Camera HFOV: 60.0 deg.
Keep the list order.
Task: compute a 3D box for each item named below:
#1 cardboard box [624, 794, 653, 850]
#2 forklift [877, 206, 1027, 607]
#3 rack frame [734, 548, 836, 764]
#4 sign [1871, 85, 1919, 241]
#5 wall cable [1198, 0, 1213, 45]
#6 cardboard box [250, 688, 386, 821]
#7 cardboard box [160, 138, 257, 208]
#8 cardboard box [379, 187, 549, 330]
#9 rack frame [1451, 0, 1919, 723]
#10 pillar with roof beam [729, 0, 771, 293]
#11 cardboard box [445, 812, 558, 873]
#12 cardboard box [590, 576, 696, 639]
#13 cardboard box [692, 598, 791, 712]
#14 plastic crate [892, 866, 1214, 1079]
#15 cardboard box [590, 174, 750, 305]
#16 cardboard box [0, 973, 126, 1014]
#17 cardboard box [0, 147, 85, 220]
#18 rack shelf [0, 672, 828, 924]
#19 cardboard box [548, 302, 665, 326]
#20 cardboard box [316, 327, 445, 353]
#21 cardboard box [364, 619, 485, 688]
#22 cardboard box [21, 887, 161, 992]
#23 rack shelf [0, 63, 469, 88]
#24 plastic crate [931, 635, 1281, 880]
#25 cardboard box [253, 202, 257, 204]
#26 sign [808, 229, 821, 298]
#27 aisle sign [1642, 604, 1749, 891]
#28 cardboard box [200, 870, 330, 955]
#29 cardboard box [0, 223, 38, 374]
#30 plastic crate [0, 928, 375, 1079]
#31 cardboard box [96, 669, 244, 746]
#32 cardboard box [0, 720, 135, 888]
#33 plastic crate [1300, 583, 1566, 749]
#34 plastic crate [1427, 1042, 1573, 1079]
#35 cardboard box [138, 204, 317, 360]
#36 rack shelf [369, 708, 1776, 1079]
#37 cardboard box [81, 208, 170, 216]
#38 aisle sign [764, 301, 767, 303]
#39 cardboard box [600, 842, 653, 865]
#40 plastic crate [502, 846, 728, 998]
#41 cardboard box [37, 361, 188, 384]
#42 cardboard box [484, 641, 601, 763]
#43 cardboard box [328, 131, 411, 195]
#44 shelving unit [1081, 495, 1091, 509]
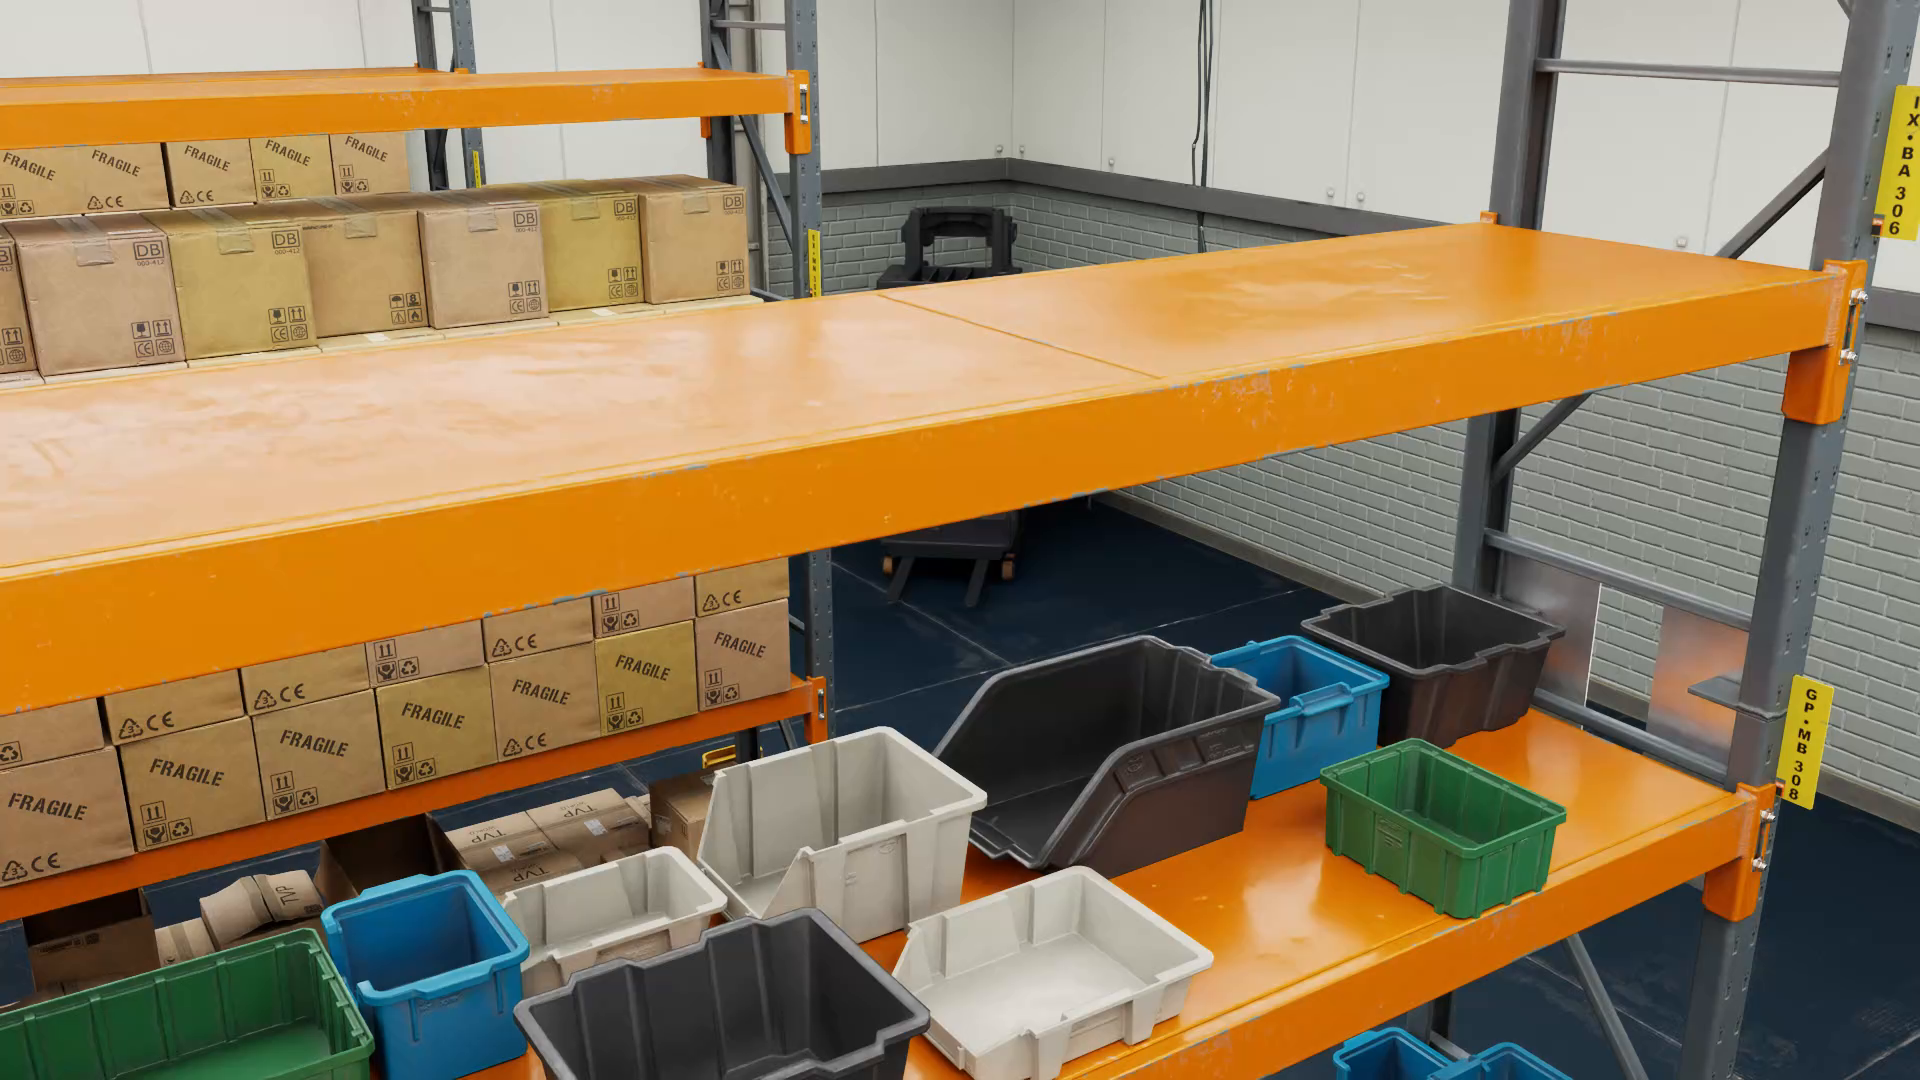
[{"bbox_3d":[-1.719,1.557,9.193,0.250,0.166,0.380,-12,22,-31],"label":"cardboard box"},{"bbox_3d":[-0.066,-1.169,13.626,1.130,2.935,3.031,2,19,6],"label":"forklift"},{"bbox_3d":[-0.971,0.397,8.886,0.127,3.000,1.000,-12,22,-31],"label":"rack frame"},{"bbox_3d":[2.066,-0.822,3.629,0.005,0.325,0.100,-12,22,-31],"label":"sign"},{"bbox_3d":[2.709,-4.868,12.054,0.112,2.526,3.097,-12,22,-31],"label":"wall cable"},{"bbox_3d":[-2.892,0.859,7.364,0.500,0.500,0.500,-12,22,-32],"label":"cardboard box"},{"bbox_3d":[-5.015,-2.497,11.016,0.500,0.500,0.500,-13,23,-34],"label":"cardboard box"},{"bbox_3d":[-2.214,-1.268,7.410,0.500,0.500,0.700,-12,22,-31],"label":"cardboard box"},{"bbox_3d":[1.750,-1.119,4.004,0.127,3.000,1.000,-12,22,-31],"label":"rack frame"},{"bbox_3d":[0.448,-3.324,10.527,0.400,9.000,9.100,-12,22,-31],"label":"pillar with roof beam"},{"bbox_3d":[-2.417,1.688,8.676,0.500,0.250,0.500,-12,22,-31],"label":"cardboard box"},{"bbox_3d":[-1.613,0.118,7.996,0.500,0.500,0.500,-11,22,-30],"label":"cardboard box"},{"bbox_3d":[-1.196,0.502,8.421,0.500,0.500,0.500,-11,22,-30],"label":"cardboard box"},{"bbox_3d":[0.160,0.857,3.254,0.530,0.136,0.437,-12,22,-31],"label":"plastic crate"},{"bbox_3d":[-1.391,-1.450,7.949,0.500,0.500,0.700,-12,22,-31],"label":"cardboard box"},{"bbox_3d":[-3.843,2.151,7.209,0.500,0.311,0.500,-12,22,-31],"label":"cardboard box"},{"bbox_3d":[-5.864,-2.317,10.481,0.500,0.500,0.500,-12,22,-33],"label":"cardboard box"},{"bbox_3d":[-2.642,1.090,7.959,4.000,0.370,1.077,-12,22,-31],"label":"rack shelf"},{"bbox_3d":[-1.678,-0.943,7.619,0.500,0.250,0.500,-12,22,-31],"label":"cardboard box"},{"bbox_3d":[-2.511,-0.766,7.096,0.500,0.250,0.500,-12,22,-31],"label":"cardboard box"},{"bbox_3d":[-2.473,0.301,7.455,0.500,0.500,0.500,-11,22,-30],"label":"cardboard box"},{"bbox_3d":[-3.992,1.901,7.653,0.500,0.500,0.500,-12,22,-31],"label":"cardboard box"},{"bbox_3d":[-5.369,-2.886,10.979,4.000,0.370,1.077,-12,22,-31],"label":"rack shelf"},{"bbox_3d":[0.323,0.527,3.916,0.767,0.338,0.504,-12,22,-31],"label":"plastic crate"},{"bbox_3d":[-4.599,-2.231,11.400,0.500,0.250,0.500,-13,23,-33],"label":"cardboard box"},{"bbox_3d":[-0.683,-1.291,7.814,0.005,0.325,0.100,-12,22,-31],"label":"sign"},{"bbox_3d":[1.971,0.557,4.354,0.004,0.787,0.394,-12,22,-31],"label":"aisle sign"},{"bbox_3d":[-3.366,1.859,8.074,0.500,0.311,0.500,-12,22,-31],"label":"cardboard box"},{"bbox_3d":[-3.927,-0.936,6.429,0.500,0.500,0.700,-12,22,-31],"label":"cardboard box"},{"bbox_3d":[-1.403,0.951,2.894,0.662,0.188,0.450,-12,22,-31],"label":"plastic crate"},{"bbox_3d":[-3.333,0.482,6.918,0.500,0.500,0.500,-13,22,-33],"label":"cardboard box"},{"bbox_3d":[-3.737,1.038,6.836,0.500,0.500,0.500,-11,22,-30],"label":"cardboard box"},{"bbox_3d":[1.275,0.357,4.525,0.590,0.269,0.497,-12,22,-31],"label":"plastic crate"},{"bbox_3d":[1.573,1.787,4.627,0.499,0.435,0.616,-12,22,-31],"label":"plastic crate"},{"bbox_3d":[-3.017,-1.076,6.842,0.500,0.500,0.700,-12,22,-31],"label":"cardboard box"},{"bbox_3d":[0.079,0.995,3.558,4.000,0.370,1.077,-12,22,-31],"label":"rack shelf"},{"bbox_3d":[-5.460,-2.048,10.858,0.500,0.250,0.500,-13,22,-33],"label":"cardboard box"},{"bbox_3d":[-1.076,-0.925,8.737,0.004,0.787,0.394,-12,22,-31],"label":"aisle sign"},{"bbox_3d":[-1.678,1.740,8.651,0.250,0.166,0.380,-12,22,-31],"label":"cardboard box"},{"bbox_3d":[-0.738,0.806,3.406,0.466,0.136,0.293,-12,22,-31],"label":"plastic crate"},{"bbox_3d":[-3.353,-0.593,6.584,0.500,0.250,0.500,-12,22,-31],"label":"cardboard box"},{"bbox_3d":[-2.047,0.680,7.892,0.500,0.500,0.500,-12,22,-31],"label":"cardboard box"},{"bbox_3d":[-4.160,-2.677,11.546,0.500,0.500,0.500,-12,22,-32],"label":"cardboard box"},{"bbox_3d":[0.827,-1.052,15.515,0.755,1.500,0.431,-2,19,-6],"label":"shelving unit"}]
